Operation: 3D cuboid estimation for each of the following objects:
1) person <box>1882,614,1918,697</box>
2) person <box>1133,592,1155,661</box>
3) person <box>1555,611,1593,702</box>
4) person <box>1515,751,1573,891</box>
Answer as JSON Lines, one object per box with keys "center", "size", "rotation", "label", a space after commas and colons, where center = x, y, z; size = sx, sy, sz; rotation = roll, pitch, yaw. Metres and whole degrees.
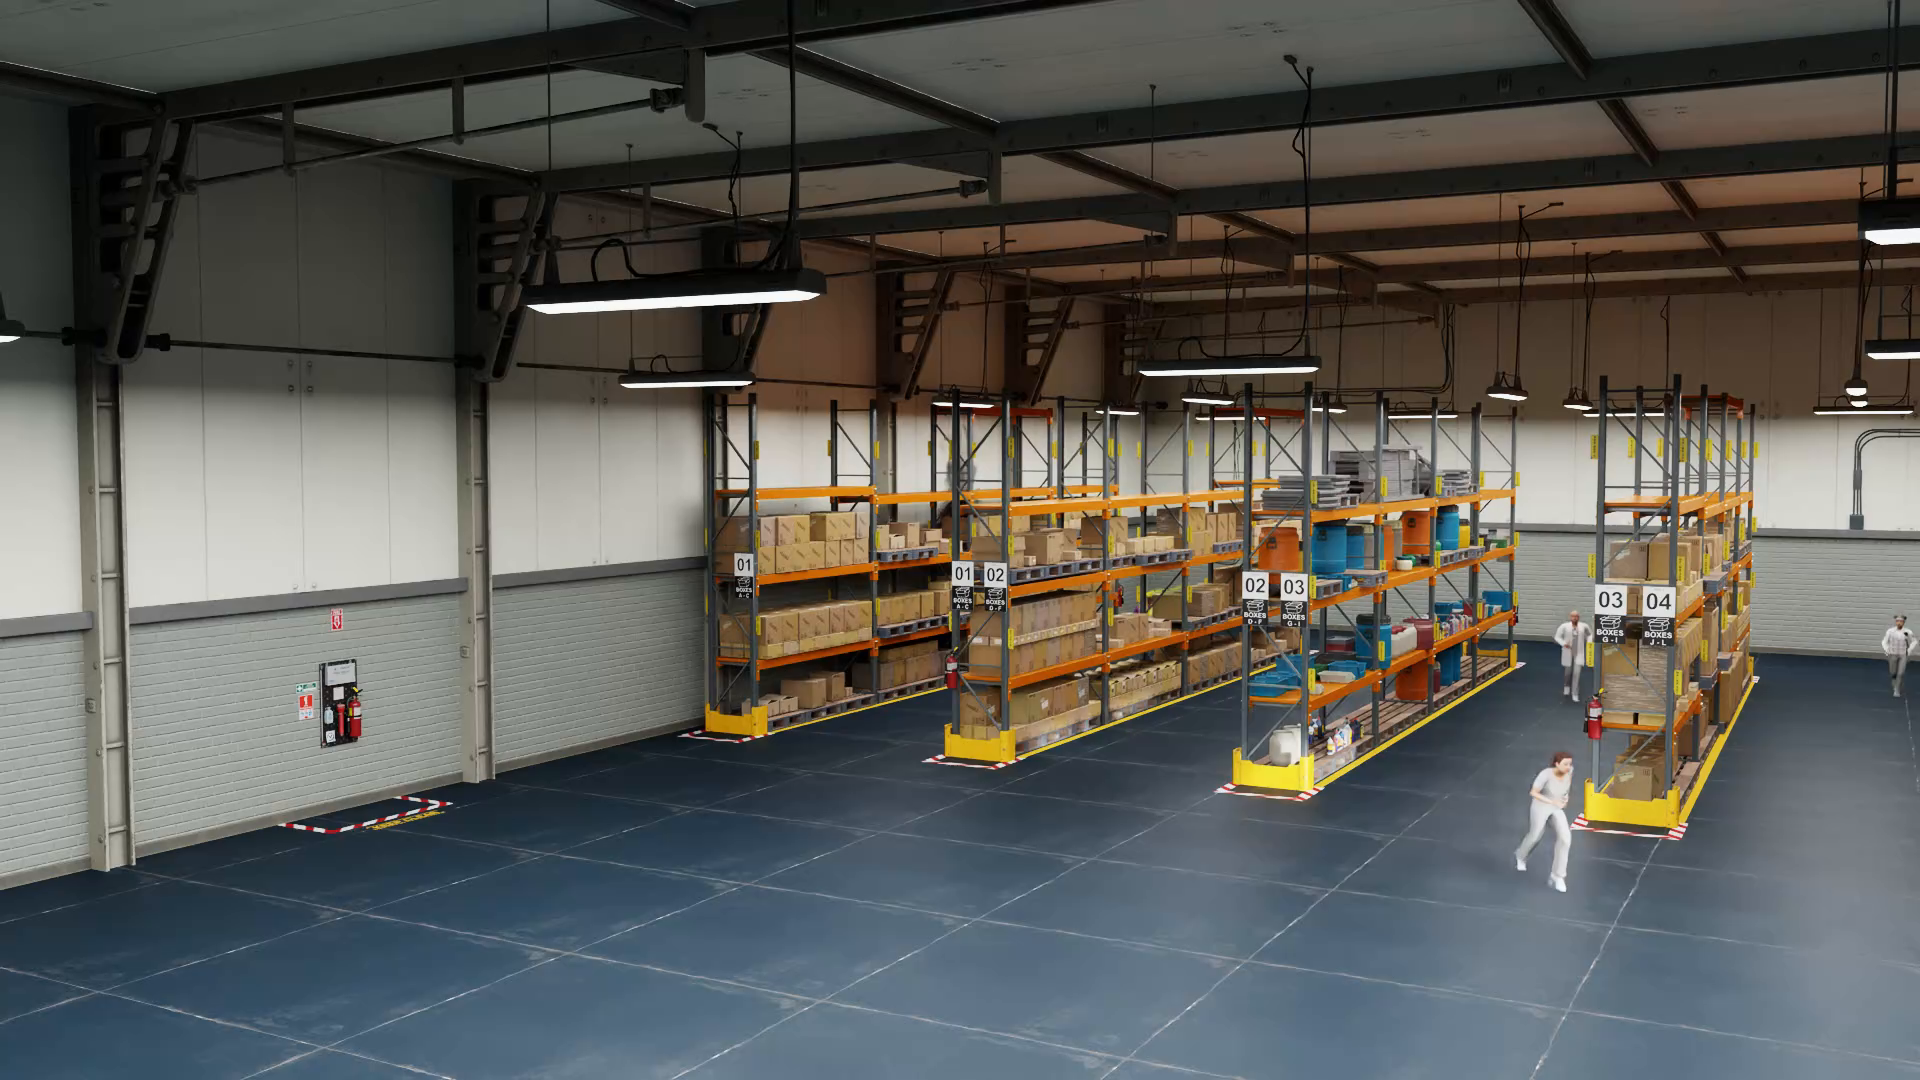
{"center": [19.209, 2.350, 34.000], "size": [0.629, 1.680, 0.677], "rotation": [2, 4, 33], "label": "person"}
{"center": [4.277, 2.066, 38.317], "size": [0.701, 1.724, 0.575], "rotation": [2, 3, 26], "label": "person"}
{"center": [12.335, 2.308, 33.417], "size": [0.733, 1.791, 0.925], "rotation": [1, 3, 16], "label": "person"}
{"center": [6.777, 3.200, 19.299], "size": [0.606, 1.605, 0.955], "rotation": [-1, 3, -17], "label": "person"}
